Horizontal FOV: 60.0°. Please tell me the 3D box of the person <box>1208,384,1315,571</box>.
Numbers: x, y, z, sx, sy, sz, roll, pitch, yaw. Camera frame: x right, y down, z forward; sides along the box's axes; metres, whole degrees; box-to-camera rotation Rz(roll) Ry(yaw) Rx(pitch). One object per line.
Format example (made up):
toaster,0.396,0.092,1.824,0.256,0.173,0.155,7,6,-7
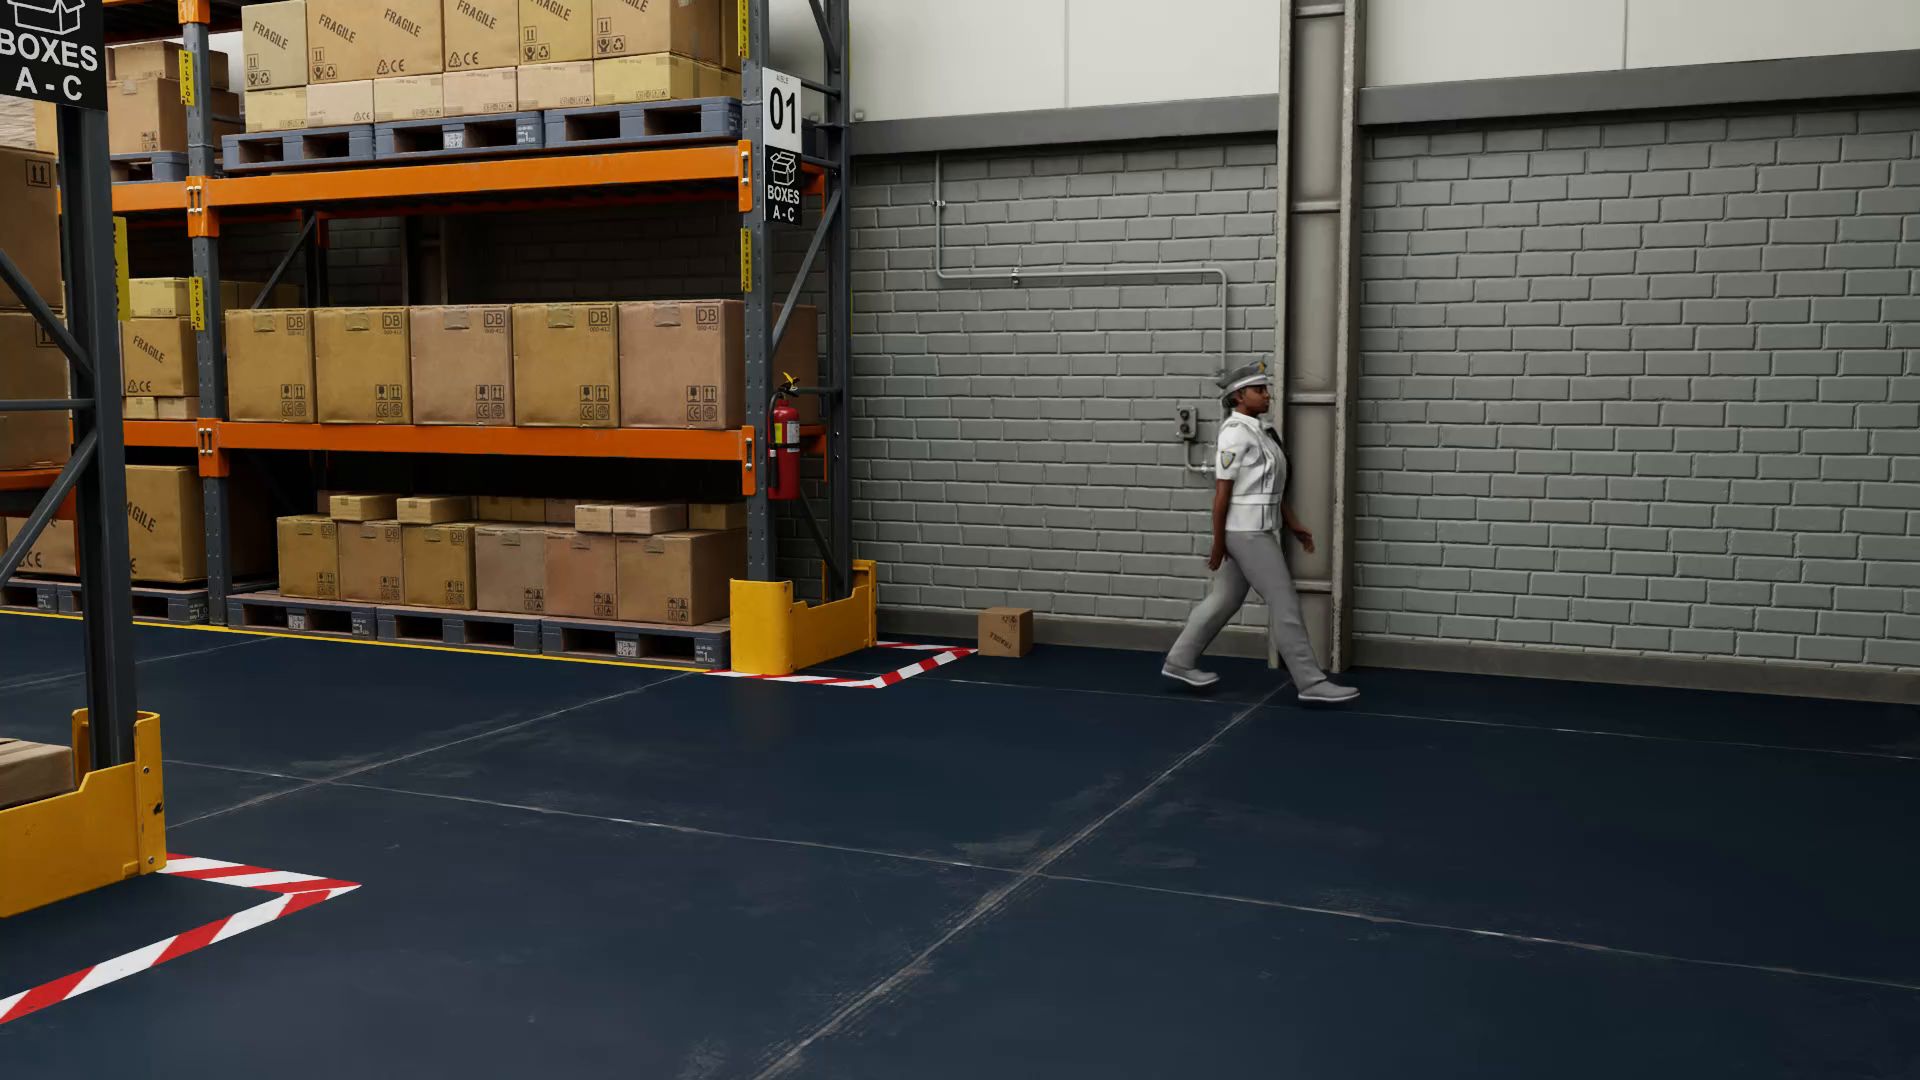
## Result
person,1.476,-0.341,8.093,0.469,0.985,0.450,2,6,21
